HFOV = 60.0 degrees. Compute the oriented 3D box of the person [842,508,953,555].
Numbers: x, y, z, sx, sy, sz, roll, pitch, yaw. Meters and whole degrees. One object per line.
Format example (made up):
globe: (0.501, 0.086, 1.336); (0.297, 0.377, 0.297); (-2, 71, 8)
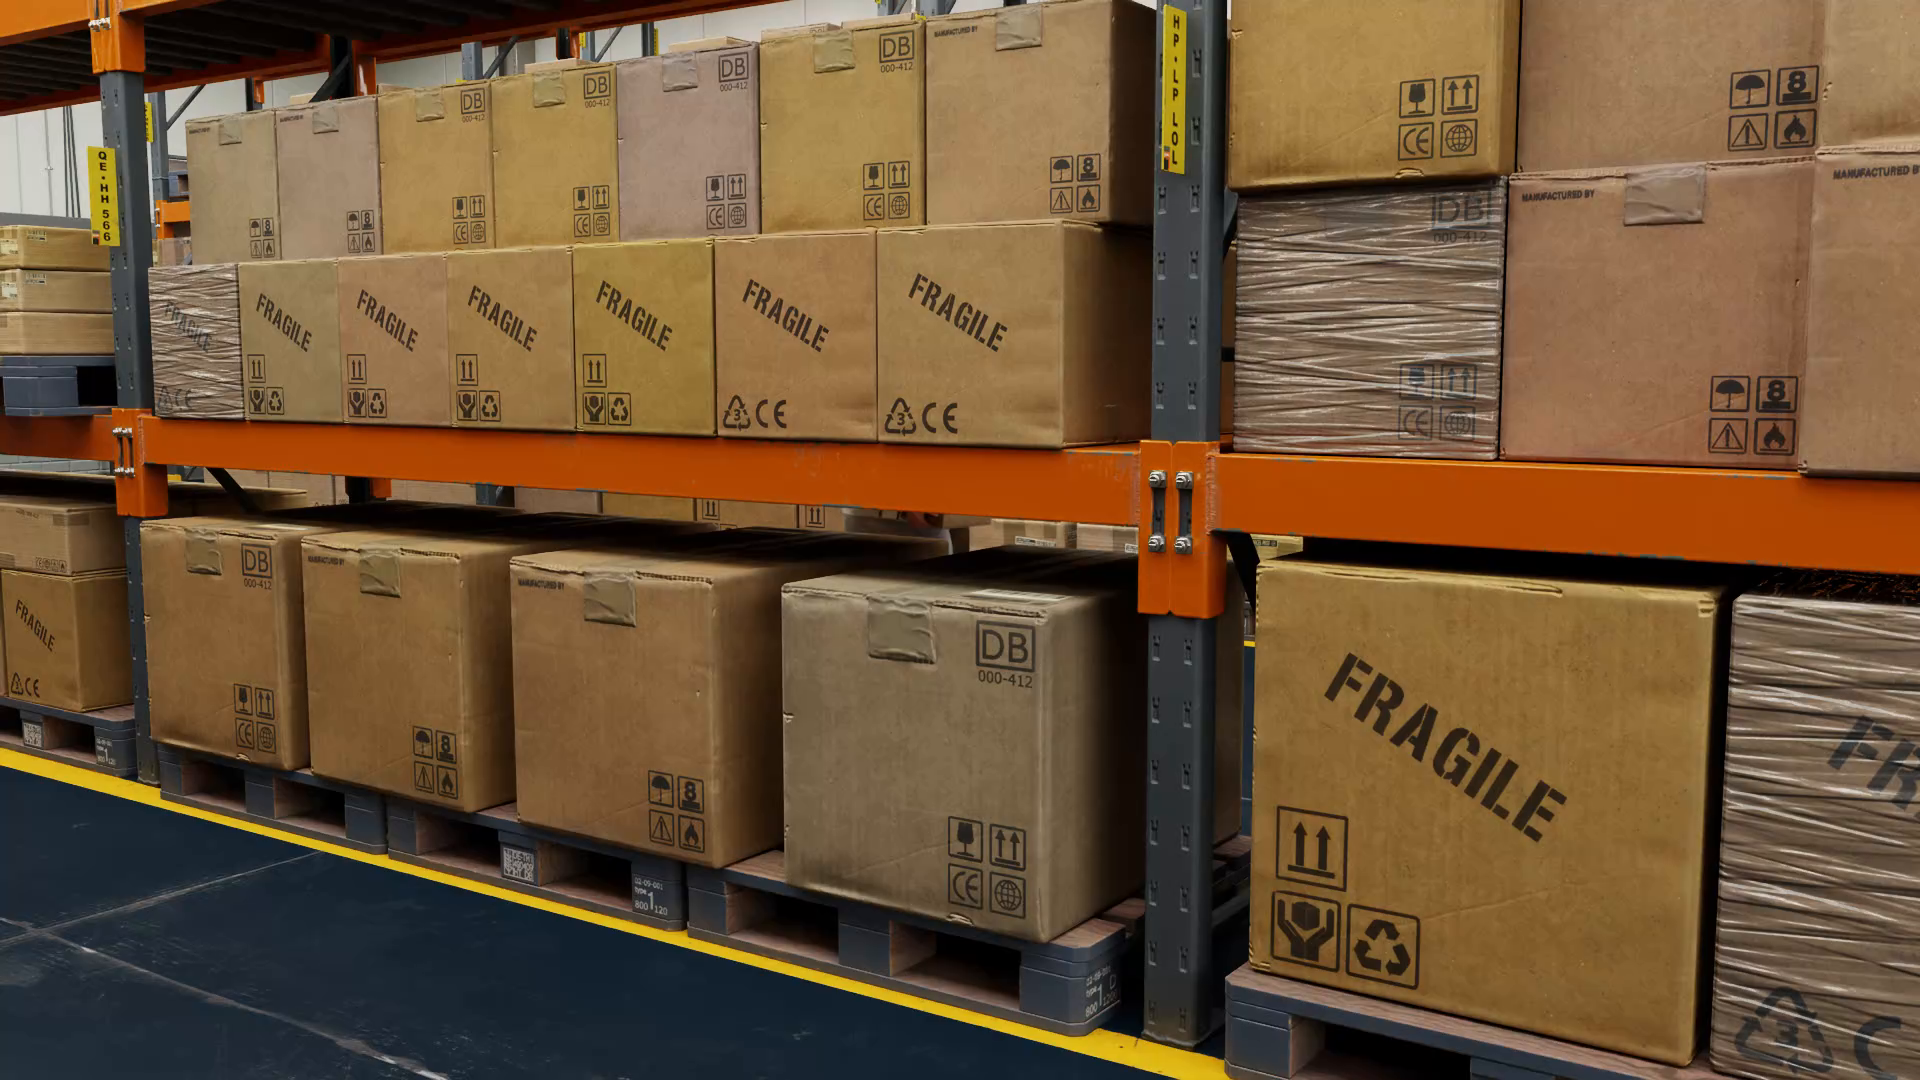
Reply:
person: (-0.167, -0.077, 6.387); (0.494, 1.761, 0.572); (-6, 9, -43)
